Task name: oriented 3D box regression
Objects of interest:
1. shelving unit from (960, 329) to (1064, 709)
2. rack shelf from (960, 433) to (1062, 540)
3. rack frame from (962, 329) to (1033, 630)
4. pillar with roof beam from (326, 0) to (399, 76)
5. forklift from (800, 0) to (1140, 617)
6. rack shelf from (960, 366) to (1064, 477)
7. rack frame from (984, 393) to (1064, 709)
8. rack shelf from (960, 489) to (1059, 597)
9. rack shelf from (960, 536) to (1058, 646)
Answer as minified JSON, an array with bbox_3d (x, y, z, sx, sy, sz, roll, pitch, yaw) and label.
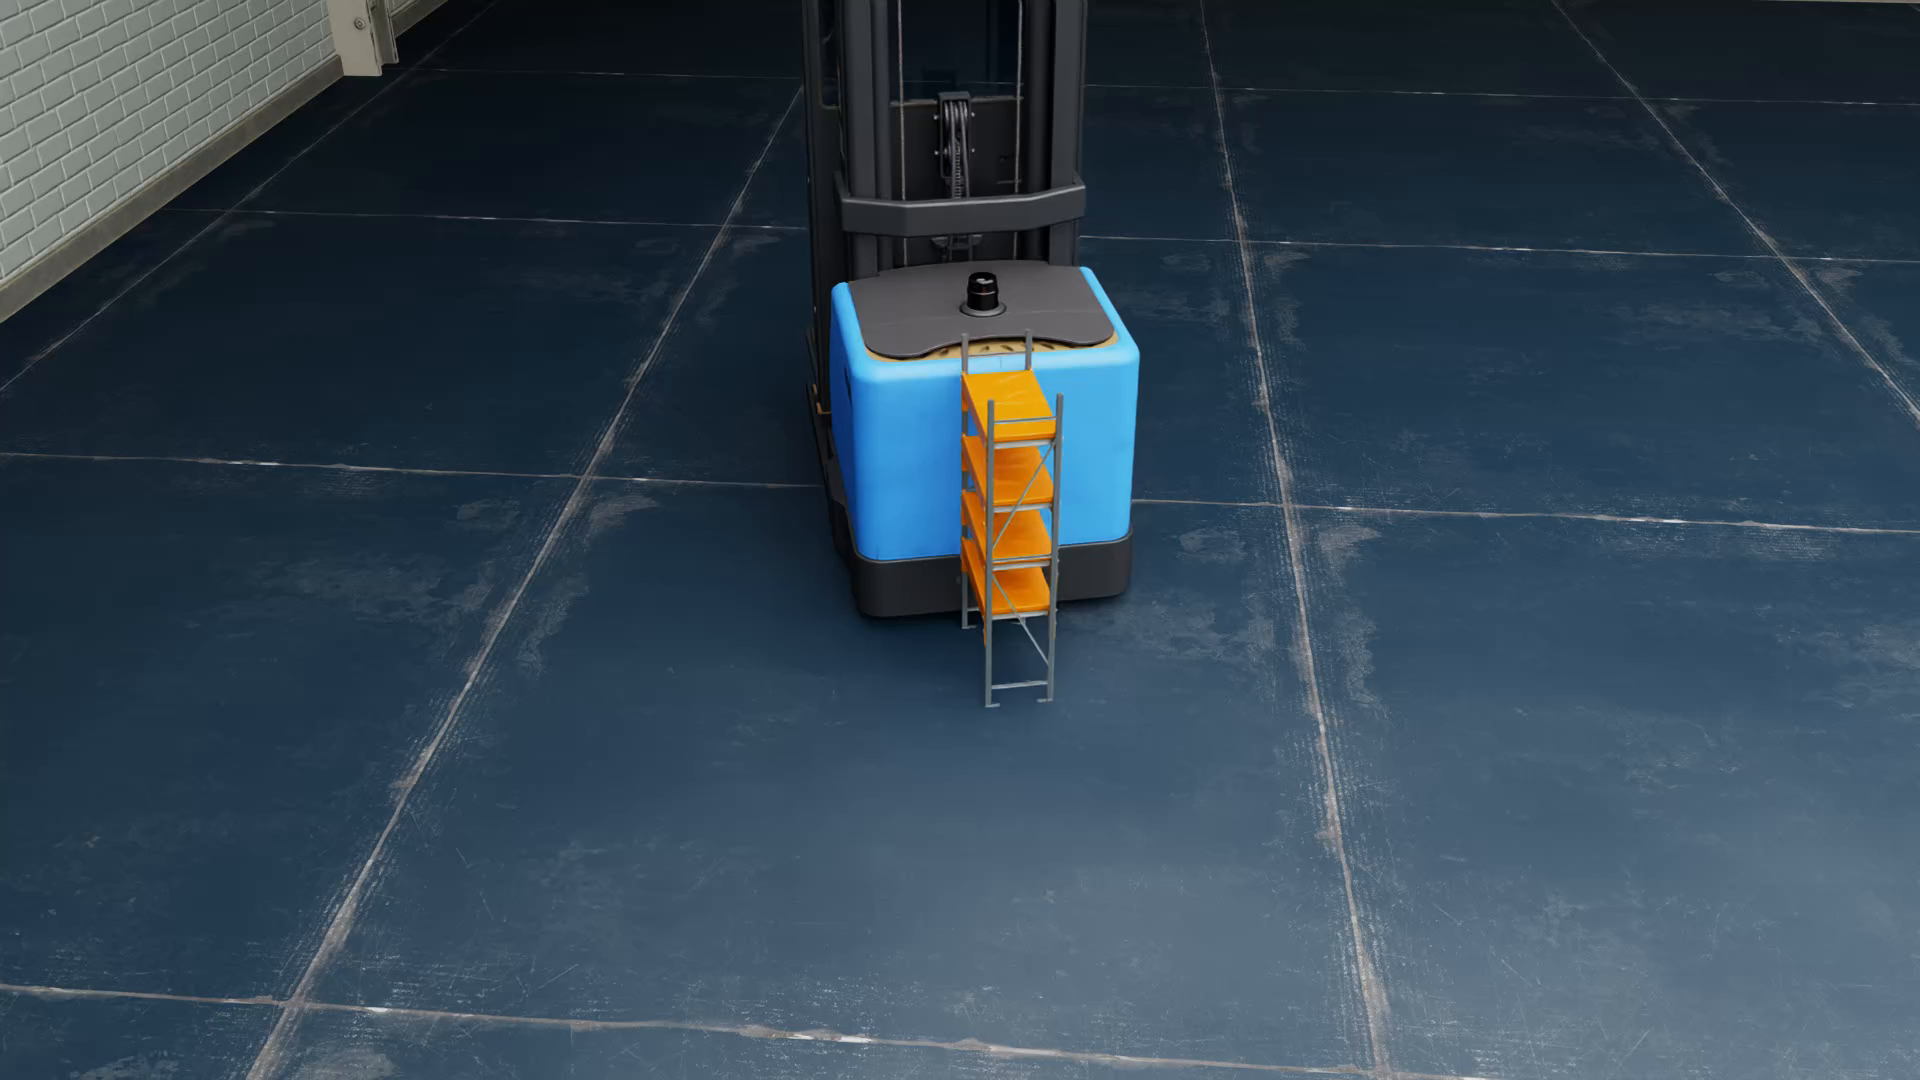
[{"bbox_3d":[0.165,-0.063,5.709,0.258,1.200,0.503,-5,32,-8],"label":"shelving unit"},{"bbox_3d":[0.165,-0.196,5.627,0.258,0.148,0.480,-5,32,-8],"label":"rack shelf"},{"bbox_3d":[0.125,-0.189,5.914,0.240,1.200,0.015,-5,32,-8],"label":"rack frame"},{"bbox_3d":[-0.150,-7.198,9.853,9.100,9.000,0.400,2,32,4],"label":"pillar with roof beam"},{"bbox_3d":[-0.100,-1.720,6.748,1.130,2.935,3.031,-5,32,-8],"label":"forklift"},{"bbox_3d":[0.165,-0.398,5.503,0.258,0.148,0.480,-5,32,-8],"label":"rack shelf"},{"bbox_3d":[0.205,0.063,5.504,0.240,1.200,0.015,-5,32,-8],"label":"rack frame"},{"bbox_3d":[0.165,-0.006,5.744,0.258,0.148,0.480,-5,32,-8],"label":"rack shelf"},{"bbox_3d":[0.165,0.163,5.848,0.258,0.148,0.480,-5,32,-8],"label":"rack shelf"}]
